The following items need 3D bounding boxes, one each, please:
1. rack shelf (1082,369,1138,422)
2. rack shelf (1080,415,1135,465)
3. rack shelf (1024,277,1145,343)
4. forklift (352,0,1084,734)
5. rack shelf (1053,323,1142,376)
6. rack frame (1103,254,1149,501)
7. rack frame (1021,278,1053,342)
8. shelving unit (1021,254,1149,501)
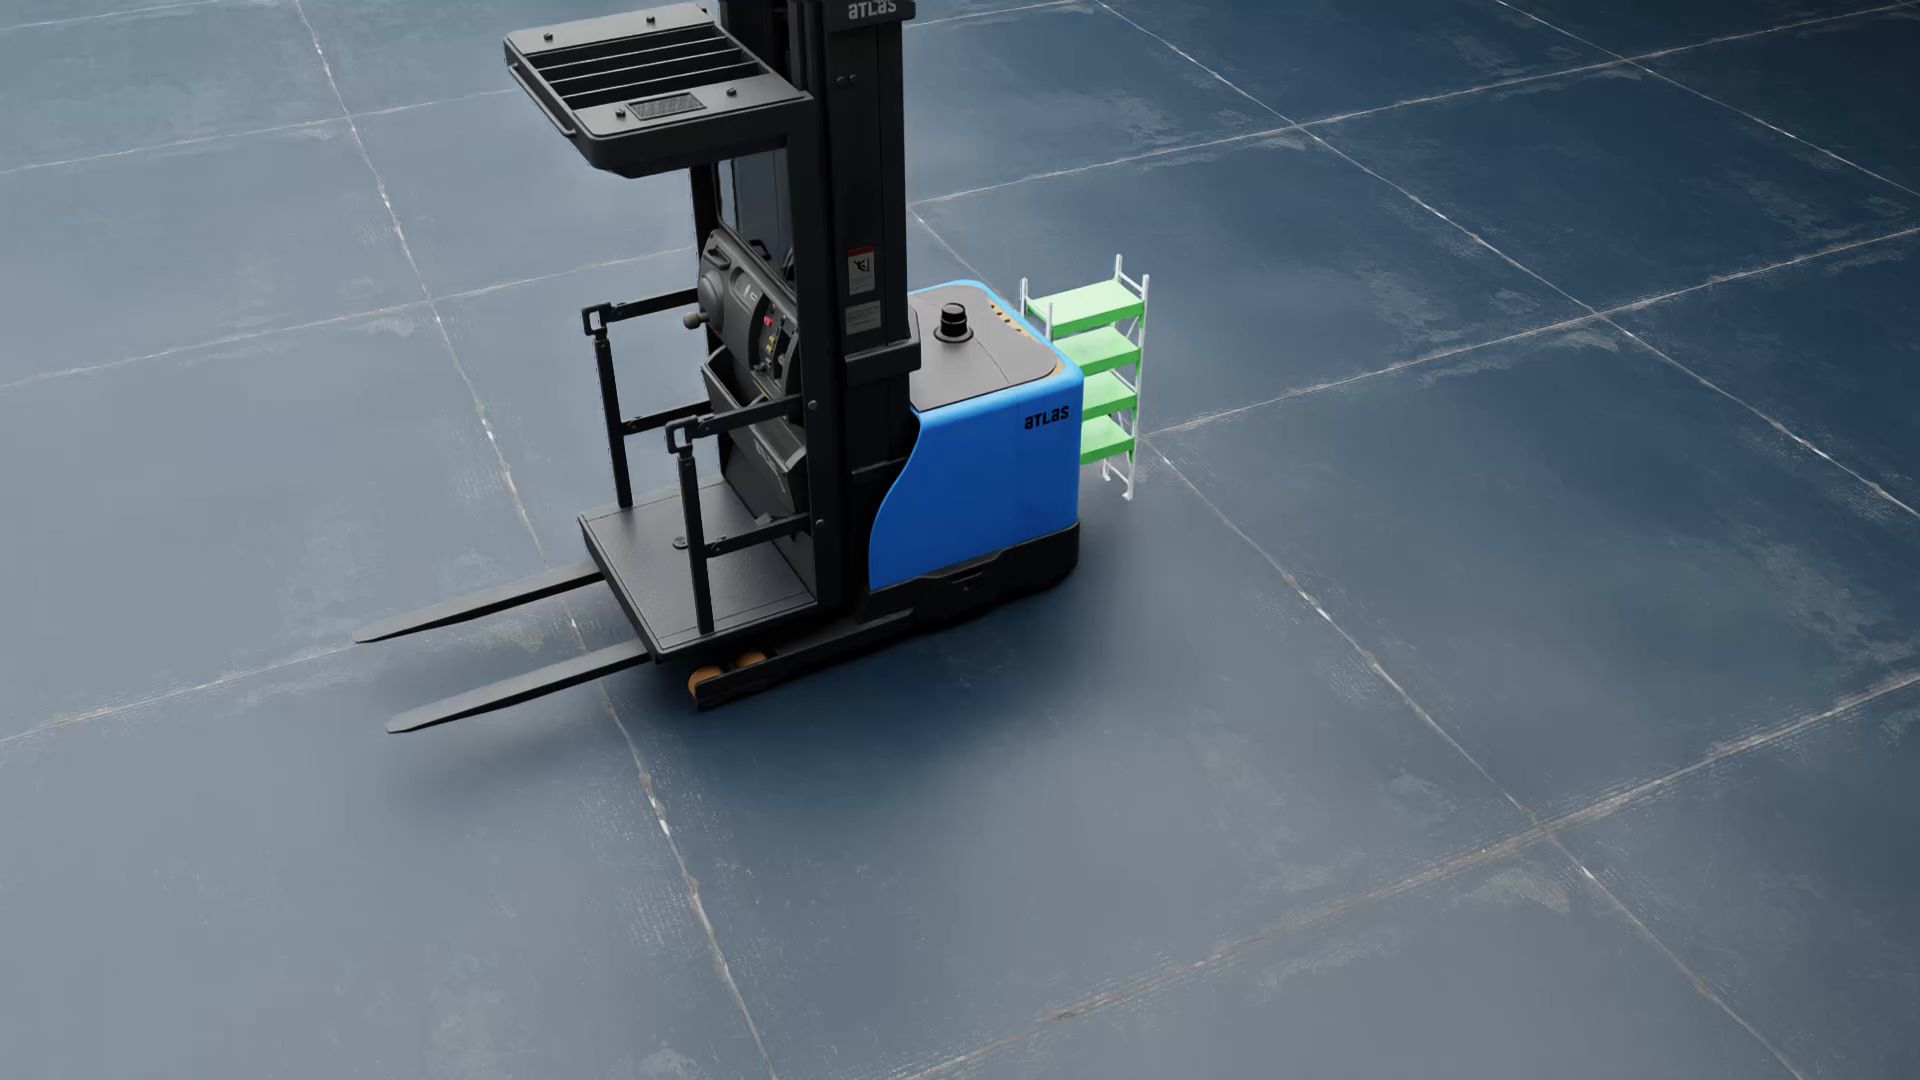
[{"bbox_3d":[0.550,-0.617,7.682,0.480,0.148,0.258,-18,40,-22],"label":"rack shelf"},{"bbox_3d":[0.550,-0.424,7.825,0.480,0.148,0.258,-18,40,-22],"label":"rack shelf"},{"bbox_3d":[0.550,-1.003,7.396,0.480,0.148,0.258,-18,40,-22],"label":"rack shelf"},{"bbox_3d":[-1.013,-0.857,6.444,3.031,2.935,1.130,-18,40,-22],"label":"forklift"},{"bbox_3d":[0.550,-0.810,7.539,0.480,0.148,0.258,-18,40,-22],"label":"rack shelf"},{"bbox_3d":[0.766,-0.737,7.736,0.015,1.200,0.240,-18,40,-22],"label":"rack frame"},{"bbox_3d":[0.335,-0.600,7.552,0.015,1.200,0.240,-18,40,-22],"label":"rack frame"},{"bbox_3d":[0.550,-0.668,7.644,0.503,1.200,0.258,-18,40,-22],"label":"shelving unit"}]
